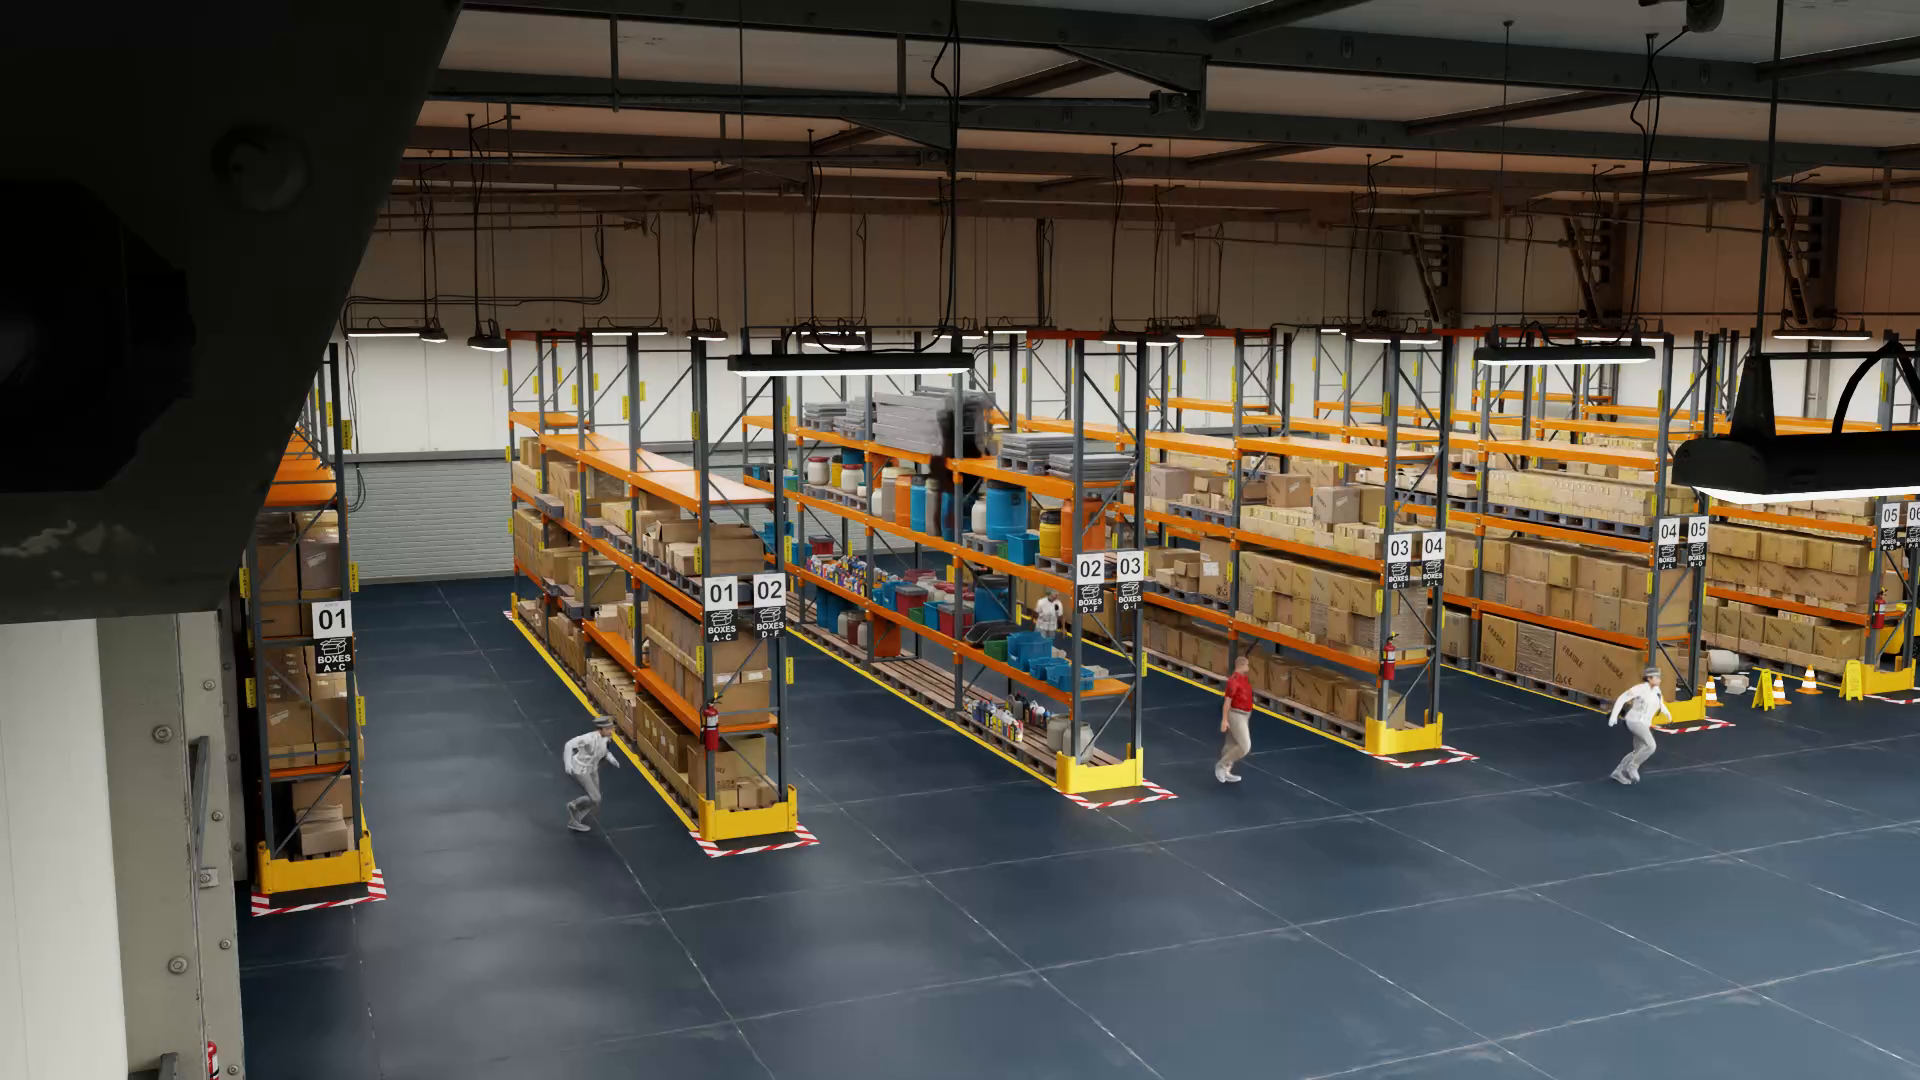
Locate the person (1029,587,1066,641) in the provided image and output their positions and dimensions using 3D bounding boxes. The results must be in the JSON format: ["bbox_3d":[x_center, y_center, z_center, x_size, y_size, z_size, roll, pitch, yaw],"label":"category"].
[{"bbox_3d":[1.537,1.573,29.116,0.560,1.597,0.742,-2,8,-14],"label":"person"}]

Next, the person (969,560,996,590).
[{"bbox_3d":[0.476,0.848,34.122,0.627,1.774,0.832,-2,8,-16],"label":"person"}]

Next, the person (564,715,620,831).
[{"bbox_3d":[-4.509,2.859,20.225,0.762,1.496,0.651,4,9,28],"label":"person"}]

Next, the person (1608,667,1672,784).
[{"bbox_3d":[9.268,2.507,22.508,0.755,1.595,0.660,-7,10,-41],"label":"person"}]

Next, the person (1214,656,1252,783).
[{"bbox_3d":[3.709,2.424,22.466,0.491,1.707,0.653,3,8,18],"label":"person"}]
